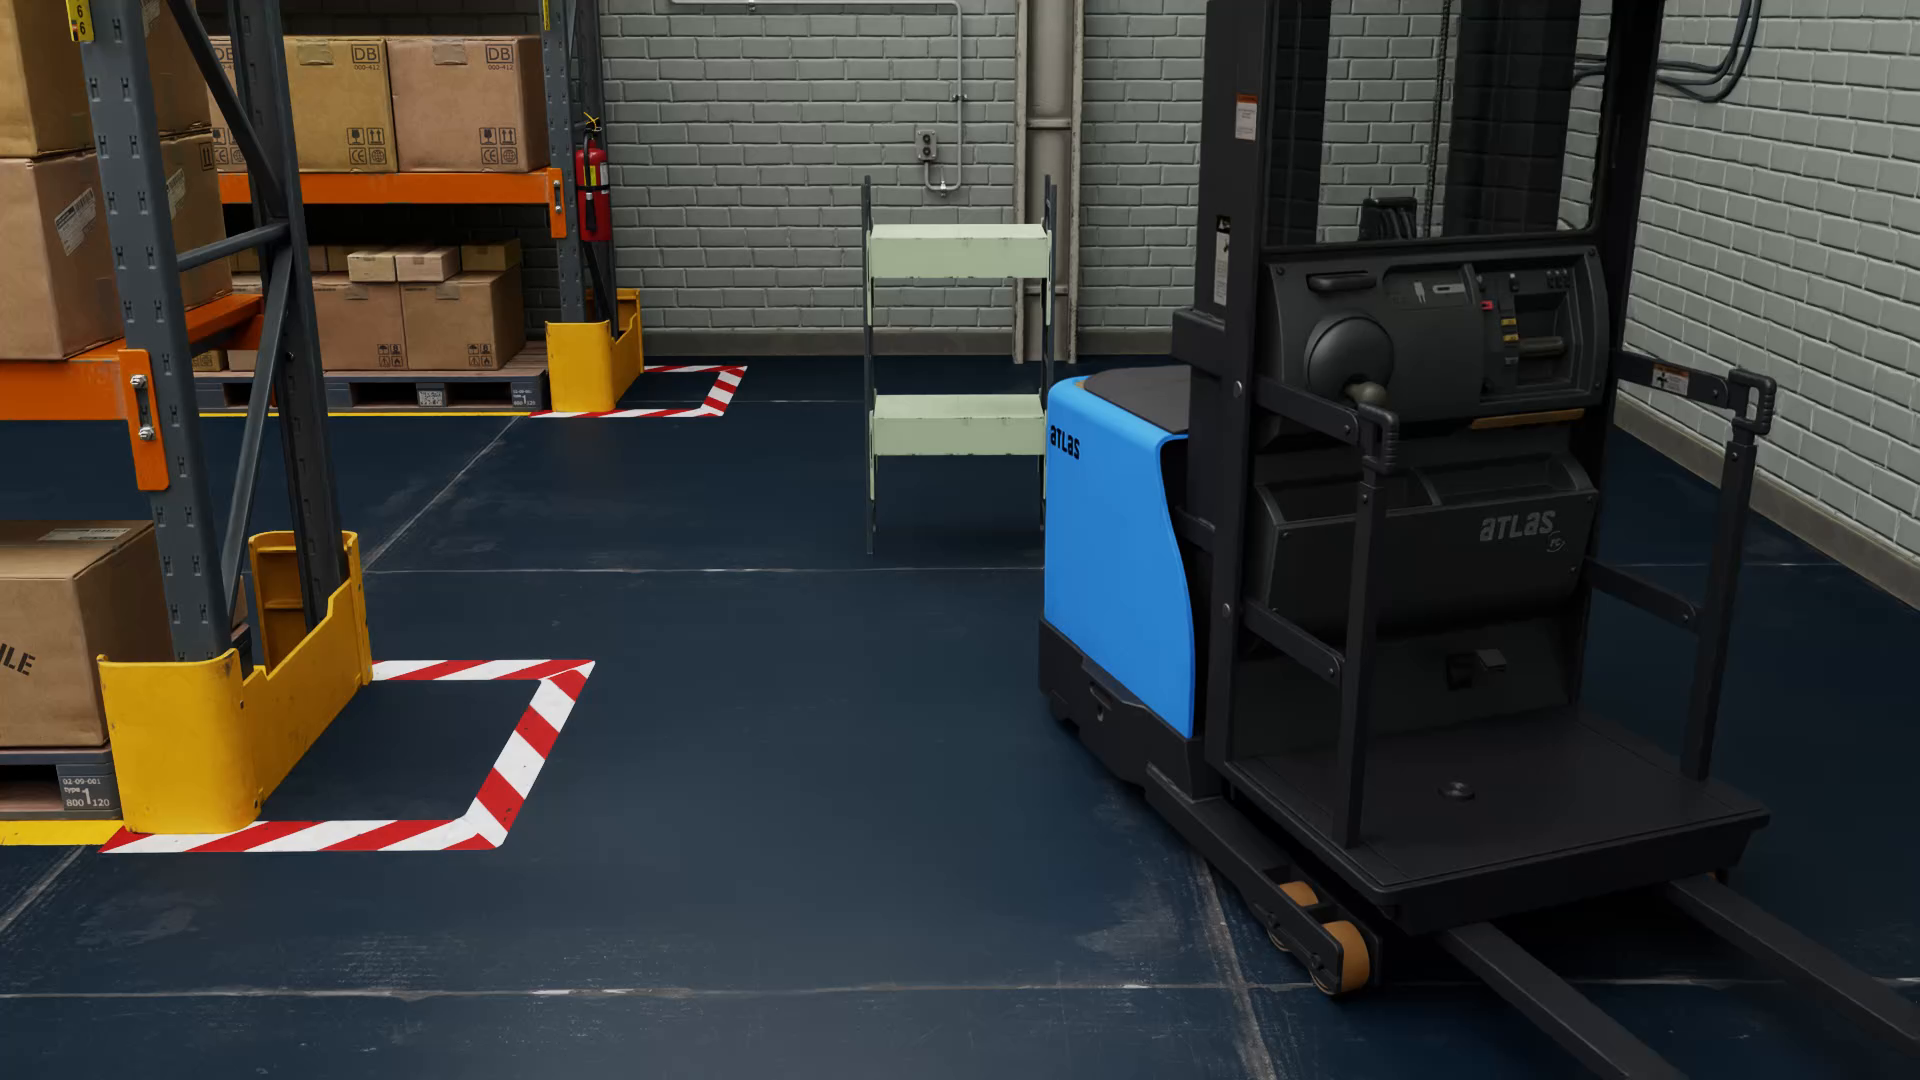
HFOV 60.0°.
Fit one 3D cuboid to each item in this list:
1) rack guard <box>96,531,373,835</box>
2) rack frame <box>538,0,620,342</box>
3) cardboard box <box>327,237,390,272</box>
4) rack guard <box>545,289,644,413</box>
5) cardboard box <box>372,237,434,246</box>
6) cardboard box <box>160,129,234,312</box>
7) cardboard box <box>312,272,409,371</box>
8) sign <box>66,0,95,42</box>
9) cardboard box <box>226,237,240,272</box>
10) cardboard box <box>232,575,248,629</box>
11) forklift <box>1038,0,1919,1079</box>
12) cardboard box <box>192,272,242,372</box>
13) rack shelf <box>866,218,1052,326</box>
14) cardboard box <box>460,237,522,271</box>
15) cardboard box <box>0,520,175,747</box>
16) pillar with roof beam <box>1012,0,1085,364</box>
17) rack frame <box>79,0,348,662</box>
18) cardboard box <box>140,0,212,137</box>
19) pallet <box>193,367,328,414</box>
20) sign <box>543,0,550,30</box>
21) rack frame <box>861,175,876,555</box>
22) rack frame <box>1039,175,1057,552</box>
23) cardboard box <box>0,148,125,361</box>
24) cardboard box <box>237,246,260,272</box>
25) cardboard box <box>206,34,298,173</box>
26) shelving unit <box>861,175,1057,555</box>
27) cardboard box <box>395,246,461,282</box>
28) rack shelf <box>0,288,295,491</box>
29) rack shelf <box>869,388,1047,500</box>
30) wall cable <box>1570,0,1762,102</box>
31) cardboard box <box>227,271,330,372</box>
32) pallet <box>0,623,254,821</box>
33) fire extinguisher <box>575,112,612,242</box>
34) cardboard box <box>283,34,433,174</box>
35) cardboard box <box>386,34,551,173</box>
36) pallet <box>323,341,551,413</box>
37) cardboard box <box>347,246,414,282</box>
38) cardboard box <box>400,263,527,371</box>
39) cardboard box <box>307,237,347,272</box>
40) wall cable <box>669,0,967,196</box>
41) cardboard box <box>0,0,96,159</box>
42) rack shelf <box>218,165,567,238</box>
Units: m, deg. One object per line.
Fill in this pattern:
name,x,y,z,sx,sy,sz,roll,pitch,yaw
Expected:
rack guard,-2.140,0.387,5.023,0.348,0.500,1.175,0,18,-1
rack frame,-2.146,-2.317,9.358,0.127,3.000,1.000,0,18,-1
cardboard box,-3.479,-1.659,9.652,0.250,0.149,0.380,0,18,0
rack guard,-2.122,-1.126,9.741,0.348,0.500,1.175,0,18,-1
cardboard box,-3.229,-1.660,9.655,0.250,0.149,0.380,0,18,-1
cardboard box,-2.512,-0.930,4.871,0.500,0.500,0.500,0,18,0
cardboard box,-3.345,-1.290,9.563,0.500,0.500,0.700,0,18,-1
sign,-2.075,-1.336,3.888,0.005,0.325,0.100,0,18,-1
cardboard box,-4.243,-1.655,9.639,0.250,0.149,0.380,-1,18,-2
cardboard box,-2.488,0.241,5.331,0.250,0.149,0.380,0,18,-1
forklift,1.236,-0.498,3.801,1.130,2.935,3.031,-6,19,-19
cardboard box,-4.381,-1.282,9.540,0.500,0.500,0.700,0,18,0
rack shelf,-0.007,-1.086,6.699,0.720,0.370,0.431,0,18,-1
cardboard box,-2.723,-1.663,9.664,0.250,0.149,0.380,0,18,0
cardboard box,-2.604,0.255,4.714,0.500,0.500,0.500,0,18,-1
pillar with roof beam,0.608,-4.136,5.207,0.400,9.000,9.100,0,18,-1
rack frame,-2.064,-0.804,4.642,0.127,3.000,1.000,0,18,-1
cardboard box,-2.512,-1.406,4.718,0.500,0.500,0.500,0,18,1
pallet,-4.161,-0.956,9.682,1.213,0.211,1.003,0,18,-1
sign,-2.151,-2.815,8.629,0.005,0.325,0.100,0,18,-1
rack frame,-0.373,-0.712,6.813,0.023,1.500,0.400,0,18,-1
rack frame,0.359,-0.716,6.824,0.023,1.500,0.400,0,18,-1
cardboard box,-2.508,-0.766,4.361,0.500,0.500,0.500,0,18,1
cardboard box,-3.990,-1.656,9.643,0.250,0.149,0.380,0,18,0
cardboard box,-4.146,-2.446,9.271,0.700,0.700,0.980,-1,18,-4
shelving unit,-0.007,-0.714,6.818,0.755,1.500,0.431,0,18,-1
cardboard box,-2.970,-1.545,9.296,0.250,0.149,0.380,0,18,-2
rack shelf,-4.064,-0.451,4.722,4.000,0.370,1.077,0,18,-1
rack shelf,-0.007,-0.404,6.918,0.720,0.370,0.431,0,18,-1
wall cable,3.515,-3.613,8.661,0.112,2.526,3.097,0,18,-1
cardboard box,-3.848,-1.287,9.555,0.500,0.500,0.700,-1,18,-3
pallet,-2.937,0.529,5.054,1.213,0.211,1.003,0,18,-1
fire extinguisher,-1.988,-1.962,8.990,0.183,0.674,0.296,0,18,-1
cardboard box,-3.383,-2.447,9.274,0.700,0.700,0.980,0,18,-1
cardboard box,-2.656,-2.454,9.295,0.700,0.700,0.980,1,18,2
pallet,-2.944,-0.961,9.698,1.213,0.211,1.003,0,18,-1
cardboard box,-3.226,-1.543,9.291,0.250,0.149,0.380,0,18,1
cardboard box,-2.844,-1.292,9.570,0.500,0.500,0.700,0,18,-1
cardboard box,-3.734,-1.658,9.647,0.250,0.149,0.380,0,18,0
wall cable,-0.881,-3.095,10.123,1.851,1.984,0.084,0,18,-1
cardboard box,-2.505,-1.241,4.206,0.500,0.500,0.500,0,18,-1
rack shelf,-4.146,-1.964,9.438,4.000,0.370,1.077,0,18,-1
